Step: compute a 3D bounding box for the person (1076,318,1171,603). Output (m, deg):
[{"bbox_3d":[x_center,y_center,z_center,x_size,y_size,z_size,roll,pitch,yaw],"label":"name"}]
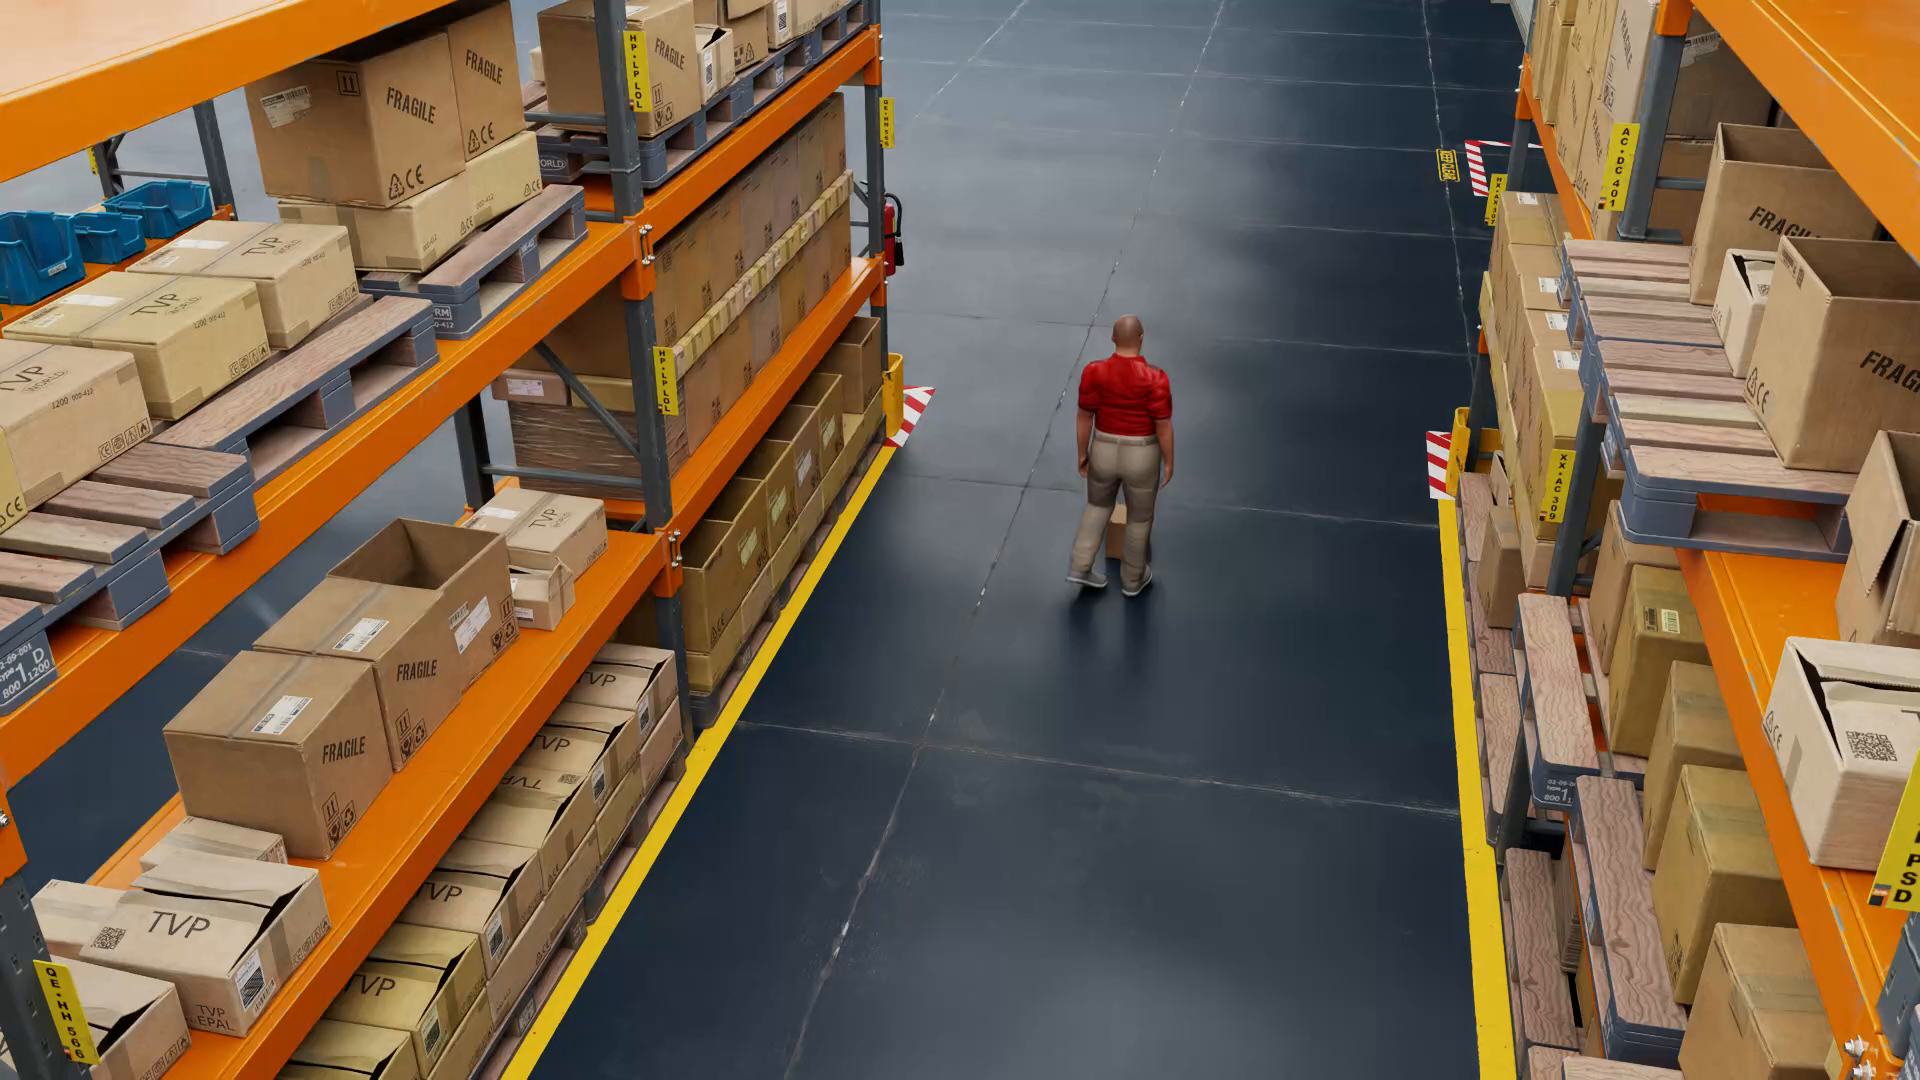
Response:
[{"bbox_3d":[0.925,-0.462,9.499,0.527,1.728,0.353,6,29,12],"label":"person"}]
